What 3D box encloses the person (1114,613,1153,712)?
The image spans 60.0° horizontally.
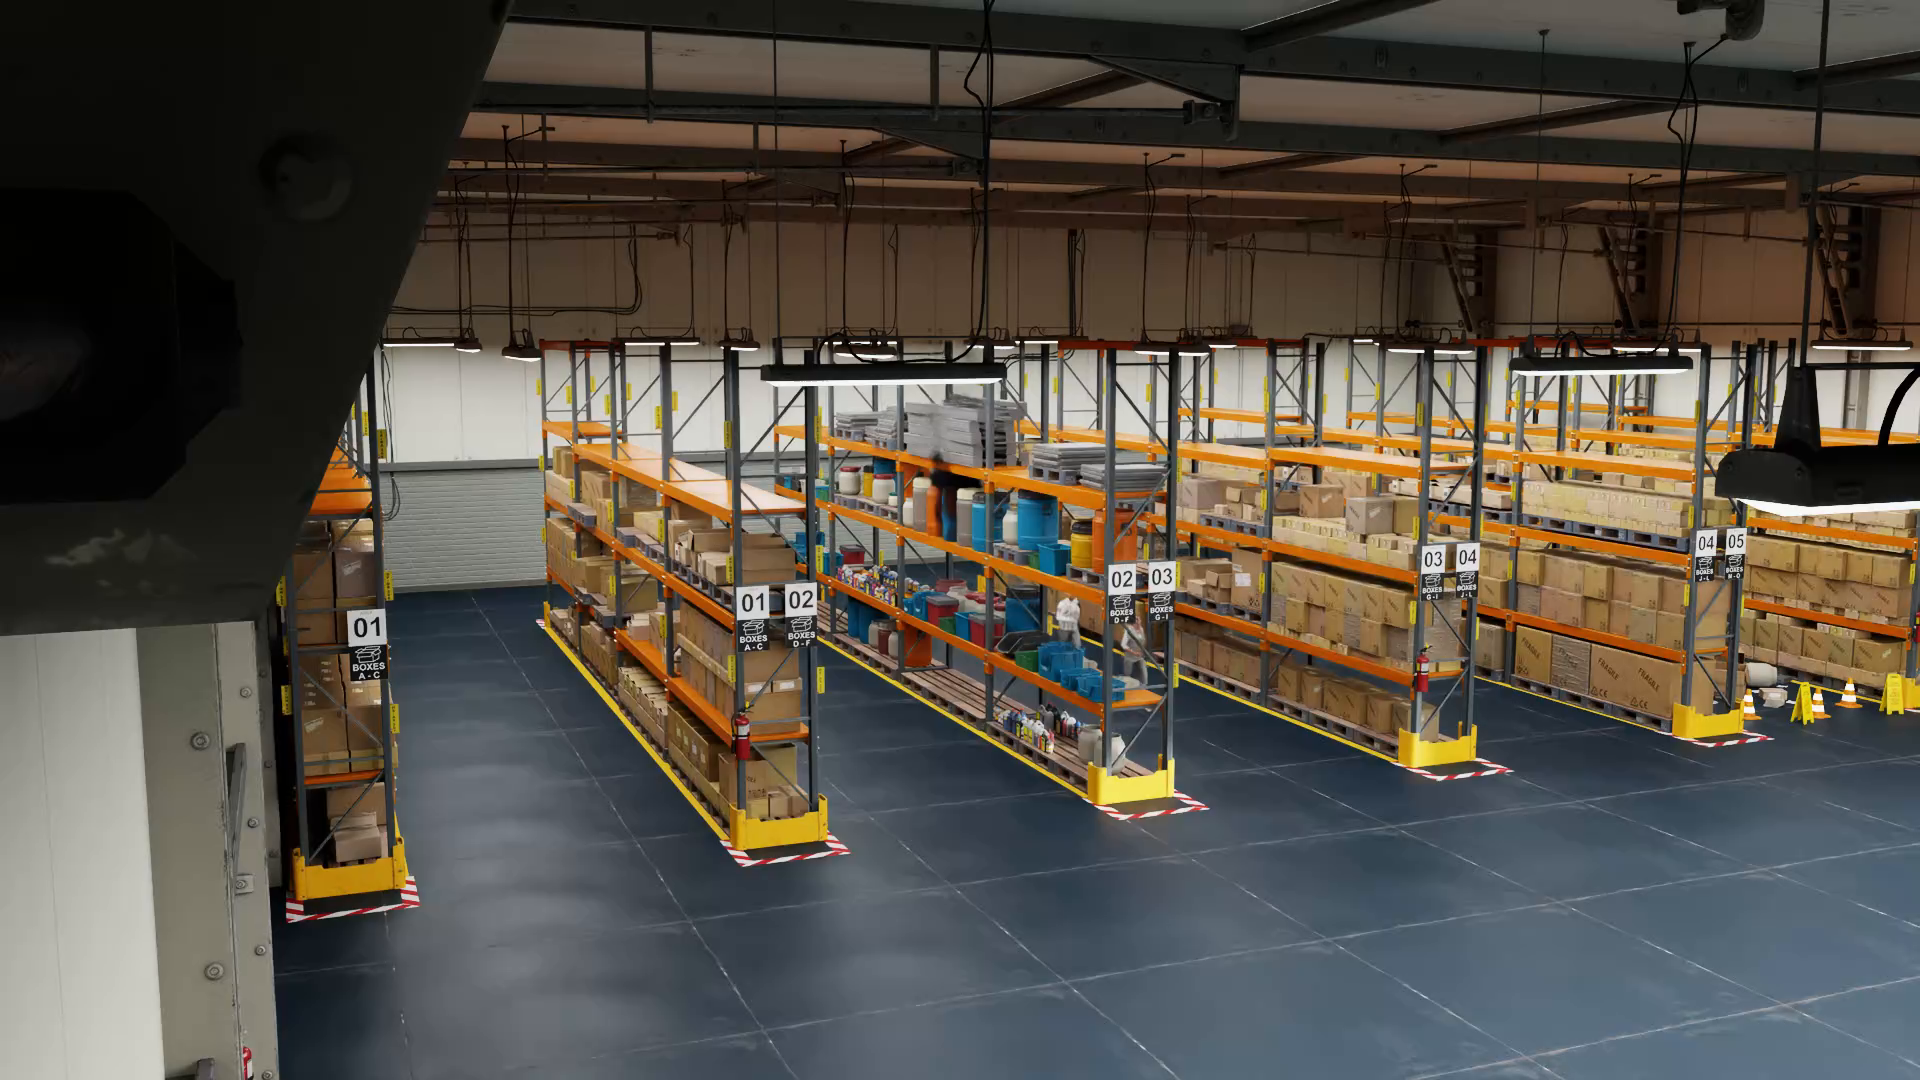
[{"bbox_3d":[2.847,1.988,27.507,0.513,1.590,1.023,-4,9,-30],"label":"person"}]

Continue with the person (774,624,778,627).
[{"bbox_3d":[-3.503,1.560,30.346,0.583,1.696,0.820,-4,8,-27],"label":"person"}]

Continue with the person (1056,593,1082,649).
[{"bbox_3d":[1.916,1.627,29.735,0.562,1.719,0.857,-4,8,-27],"label":"person"}]

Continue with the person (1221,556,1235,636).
[{"bbox_3d":[5.179,1.190,32.992,0.608,1.767,0.909,-3,8,-21],"label":"person"}]
